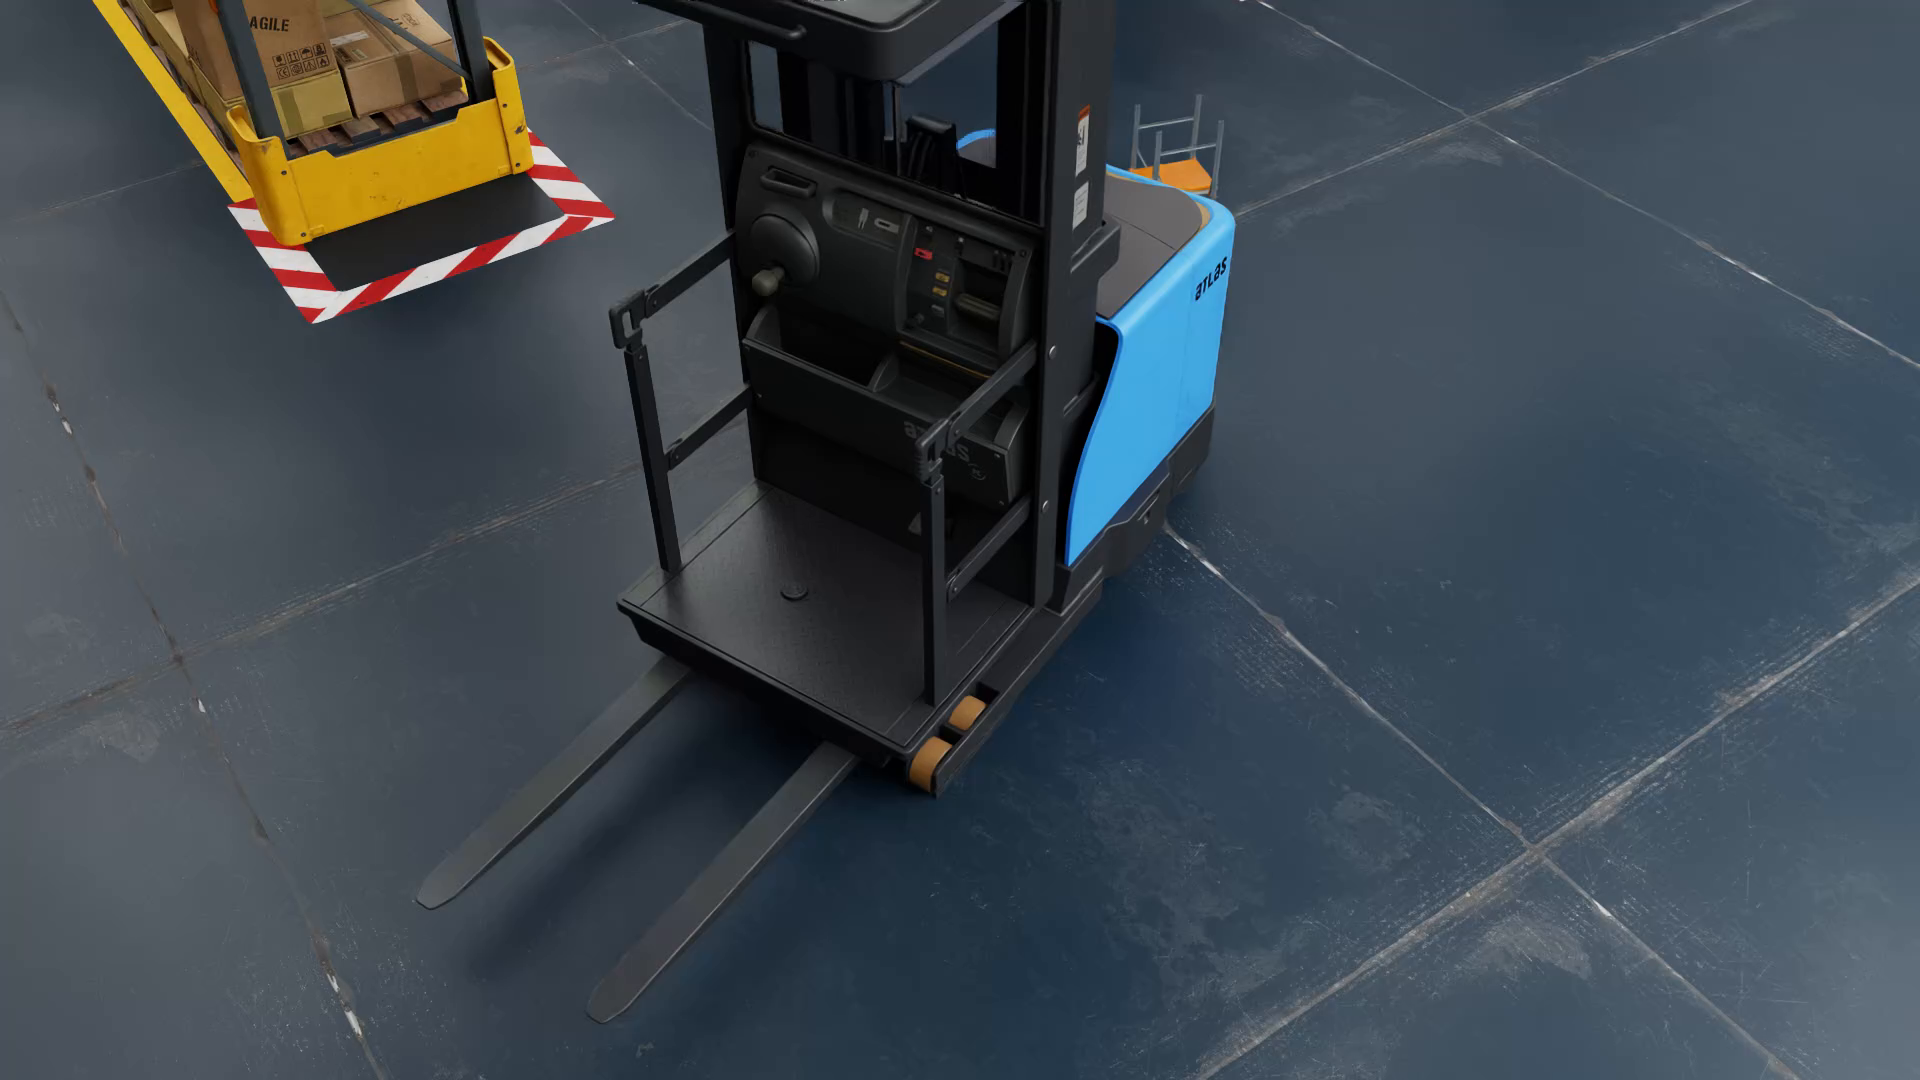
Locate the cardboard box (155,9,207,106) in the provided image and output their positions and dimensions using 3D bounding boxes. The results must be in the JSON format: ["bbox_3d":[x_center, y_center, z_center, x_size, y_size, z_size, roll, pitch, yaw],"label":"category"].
[{"bbox_3d":[-3.340,-2.277,7.650,0.500,0.250,0.500,-26,49,-24],"label":"cardboard box"}]

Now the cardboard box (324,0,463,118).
[{"bbox_3d":[-2.620,-2.204,7.573,0.500,0.250,0.500,-26,49,-24],"label":"cardboard box"}]

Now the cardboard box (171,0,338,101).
[{"bbox_3d":[-3.046,-2.269,7.099,0.500,0.500,0.500,-26,49,-24],"label":"cardboard box"}]

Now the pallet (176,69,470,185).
[{"bbox_3d":[-2.967,-2.063,7.758,1.003,0.211,1.213,-26,49,-24],"label":"pallet"}]

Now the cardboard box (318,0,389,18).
[{"bbox_3d":[-2.907,-2.757,7.610,0.500,0.500,0.500,-26,49,-24],"label":"cardboard box"}]

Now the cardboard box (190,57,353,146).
[{"bbox_3d":[-3.044,-1.999,7.359,0.500,0.250,0.500,-26,49,-24],"label":"cardboard box"}]

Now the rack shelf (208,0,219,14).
[{"bbox_3d":[-3.639,-3.527,7.793,1.077,0.370,4.000,-26,49,-24],"label":"rack shelf"}]

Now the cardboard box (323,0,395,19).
[{"bbox_3d":[-2.909,-2.485,7.868,0.500,0.250,0.500,-26,49,-24],"label":"cardboard box"}]

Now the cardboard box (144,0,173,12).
[{"bbox_3d":[-3.630,-2.830,7.686,0.500,0.500,0.500,-26,49,-24],"label":"cardboard box"}]

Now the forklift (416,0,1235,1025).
[{"bbox_3d":[-0.336,-0.685,4.345,1.130,2.935,3.031,25,49,24],"label":"forklift"}]

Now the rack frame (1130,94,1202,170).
[{"bbox_3d":[0.699,-1.032,5.961,0.240,1.200,0.006,-13,45,-13],"label":"rack frame"}]

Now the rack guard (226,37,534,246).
[{"bbox_3d":[-2.482,-1.737,7.207,1.175,0.500,0.348,-26,49,-24],"label":"rack guard"}]

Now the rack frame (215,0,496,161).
[{"bbox_3d":[-2.495,-2.655,6.358,1.000,3.000,0.127,-26,49,-24],"label":"rack frame"}]

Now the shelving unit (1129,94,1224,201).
[{"bbox_3d":[0.727,-0.972,5.898,0.258,1.200,0.189,-13,45,-13],"label":"shelving unit"}]

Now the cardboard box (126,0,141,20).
[{"bbox_3d":[-3.912,-2.844,8.244,0.500,0.250,0.500,-26,49,-24],"label":"cardboard box"}]

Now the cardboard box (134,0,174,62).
[{"bbox_3d":[-3.628,-2.560,7.946,0.500,0.250,0.500,-26,49,-24],"label":"cardboard box"}]

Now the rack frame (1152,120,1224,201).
[{"bbox_3d":[0.755,-0.913,5.835,0.240,1.200,0.006,-13,45,-13],"label":"rack frame"}]

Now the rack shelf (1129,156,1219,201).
[{"bbox_3d":[0.725,-1.202,5.681,0.258,0.103,0.180,-13,45,-13],"label":"rack shelf"}]

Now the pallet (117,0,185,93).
[{"bbox_3d":[-3.661,-2.753,8.481,1.003,0.211,1.213,-26,49,-24],"label":"pallet"}]
